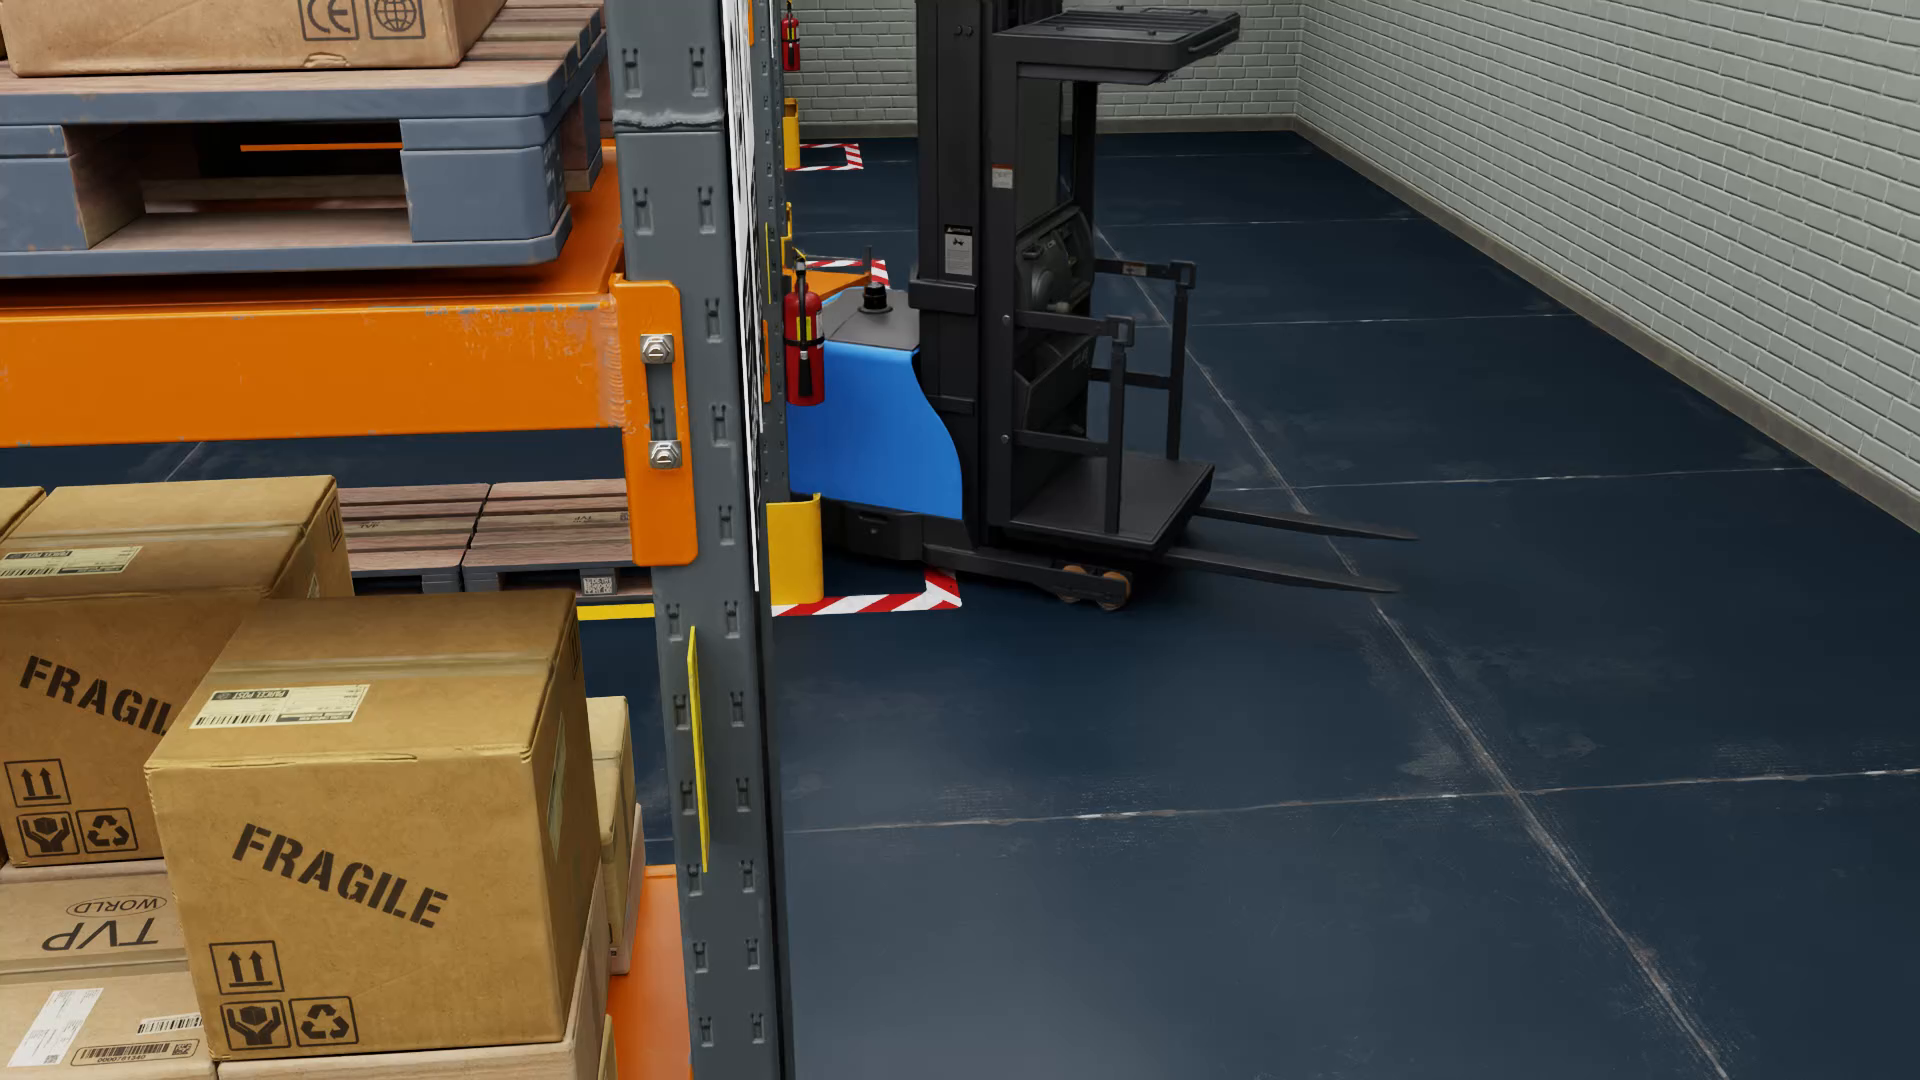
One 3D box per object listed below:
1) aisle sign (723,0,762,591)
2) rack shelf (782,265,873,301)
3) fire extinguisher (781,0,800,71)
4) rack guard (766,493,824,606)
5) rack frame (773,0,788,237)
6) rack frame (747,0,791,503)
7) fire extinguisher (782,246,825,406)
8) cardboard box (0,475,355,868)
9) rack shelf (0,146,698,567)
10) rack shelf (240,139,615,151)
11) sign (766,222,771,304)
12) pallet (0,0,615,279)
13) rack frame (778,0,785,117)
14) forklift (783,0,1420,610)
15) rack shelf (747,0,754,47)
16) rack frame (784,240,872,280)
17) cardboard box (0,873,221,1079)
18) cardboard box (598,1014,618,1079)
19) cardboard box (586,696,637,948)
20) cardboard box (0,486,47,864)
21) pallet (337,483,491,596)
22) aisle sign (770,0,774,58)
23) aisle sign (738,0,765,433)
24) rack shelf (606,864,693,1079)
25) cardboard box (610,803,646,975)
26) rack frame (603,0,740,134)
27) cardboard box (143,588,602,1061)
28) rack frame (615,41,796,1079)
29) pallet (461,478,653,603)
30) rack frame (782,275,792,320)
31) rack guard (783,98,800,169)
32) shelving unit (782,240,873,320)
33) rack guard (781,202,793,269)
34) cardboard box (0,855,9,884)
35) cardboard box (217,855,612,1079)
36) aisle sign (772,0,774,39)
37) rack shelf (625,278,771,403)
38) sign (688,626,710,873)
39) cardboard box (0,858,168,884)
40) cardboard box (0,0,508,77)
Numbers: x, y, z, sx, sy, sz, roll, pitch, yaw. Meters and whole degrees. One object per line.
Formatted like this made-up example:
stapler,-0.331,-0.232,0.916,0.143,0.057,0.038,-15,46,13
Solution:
aisle sign,-0.285,-0.373,2.195,0.004,0.787,0.394,-2,24,-5
rack shelf,-0.887,-1.195,8.610,0.538,0.278,1.000,7,20,18
fire extinguisher,-1.651,-4.923,16.188,0.183,0.674,0.296,-2,24,-5
rack guard,-0.850,-0.169,8.015,0.348,0.500,1.175,-2,24,-5
rack frame,-1.356,-3.307,11.998,0.127,3.000,1.000,-2,24,-5
rack frame,-0.873,-1.305,7.493,0.127,3.000,1.000,-2,24,-5
fire extinguisher,-0.678,-0.922,7.185,0.183,0.674,0.296,-2,24,-5
cardboard box,-1.388,0.217,2.964,0.500,0.500,0.500,-3,24,-6
rack shelf,-2.376,-0.265,2.346,4.000,0.370,1.077,-2,24,-5
rack shelf,-3.346,-2.899,11.964,4.000,0.370,1.077,-2,24,-5
sign,-0.803,-1.158,6.961,0.005,0.325,0.100,-2,24,-5
pallet,-1.123,-0.599,2.322,1.213,0.211,1.003,-2,24,-5
rack frame,-1.847,-5.309,16.502,0.127,3.000,1.000,-2,24,-5
forklift,0.621,-1.269,7.497,3.031,2.935,1.130,10,26,20
rack shelf,-2.863,-2.267,6.850,4.000,0.370,1.077,-2,24,-5
rack frame,-0.722,-1.069,9.158,0.500,1.125,0.032,7,20,18
cardboard box,-1.347,0.776,2.629,0.500,0.250,0.500,-3,24,-6
cardboard box,-0.708,0.959,2.709,0.250,0.149,0.380,-2,24,-4
cardboard box,-0.890,0.540,3.161,0.500,0.250,0.500,-3,24,-7
cardboard box,-1.903,0.240,2.912,0.500,0.500,0.500,-3,24,-7
pallet,-2.909,0.034,7.914,1.213,0.211,1.003,-2,24,-5
aisle sign,-0.773,-2.377,6.705,0.004,0.787,0.394,-2,24,-5
aisle sign,-0.344,-0.615,2.740,0.004,0.787,0.394,-2,24,-5
rack shelf,-2.376,1.105,2.955,4.000,0.370,1.077,-2,24,-5
cardboard box,-0.772,0.693,3.308,0.250,0.149,0.380,-2,24,-5
rack frame,-0.386,-2.044,1.770,0.127,3.000,1.000,-2,24,-5
cardboard box,-0.845,0.413,2.524,0.500,0.500,0.500,-2,24,-4
rack frame,-0.386,0.697,2.989,0.127,3.000,1.000,-2,24,-5
pallet,-1.697,-0.014,8.021,1.213,0.211,1.003,-2,24,-5
rack frame,-1.059,-0.766,8.248,0.500,1.125,0.032,7,20,18
rack guard,-1.823,-4.168,17.012,0.348,0.500,1.175,-2,24,-5
shelving unit,-0.891,-0.917,8.703,0.538,1.125,1.048,7,20,18
rack guard,-1.432,-2.162,12.499,0.348,0.500,1.175,-2,24,-5
cardboard box,-1.907,0.582,3.067,0.500,0.250,0.500,-3,24,-7
cardboard box,-0.842,0.756,2.674,0.500,0.250,0.500,-3,24,-6
aisle sign,-0.831,-2.616,7.242,0.004,0.787,0.394,-2,24,-5
rack shelf,-2.863,-0.896,7.460,4.000,0.370,1.077,-2,24,-5
sign,-0.347,0.279,2.211,0.005,0.325,0.100,-2,24,-5
cardboard box,-1.407,0.563,3.109,0.500,0.250,0.500,-3,24,-6
cardboard box,-0.898,-0.915,2.158,0.500,0.500,0.700,-4,24,-8
